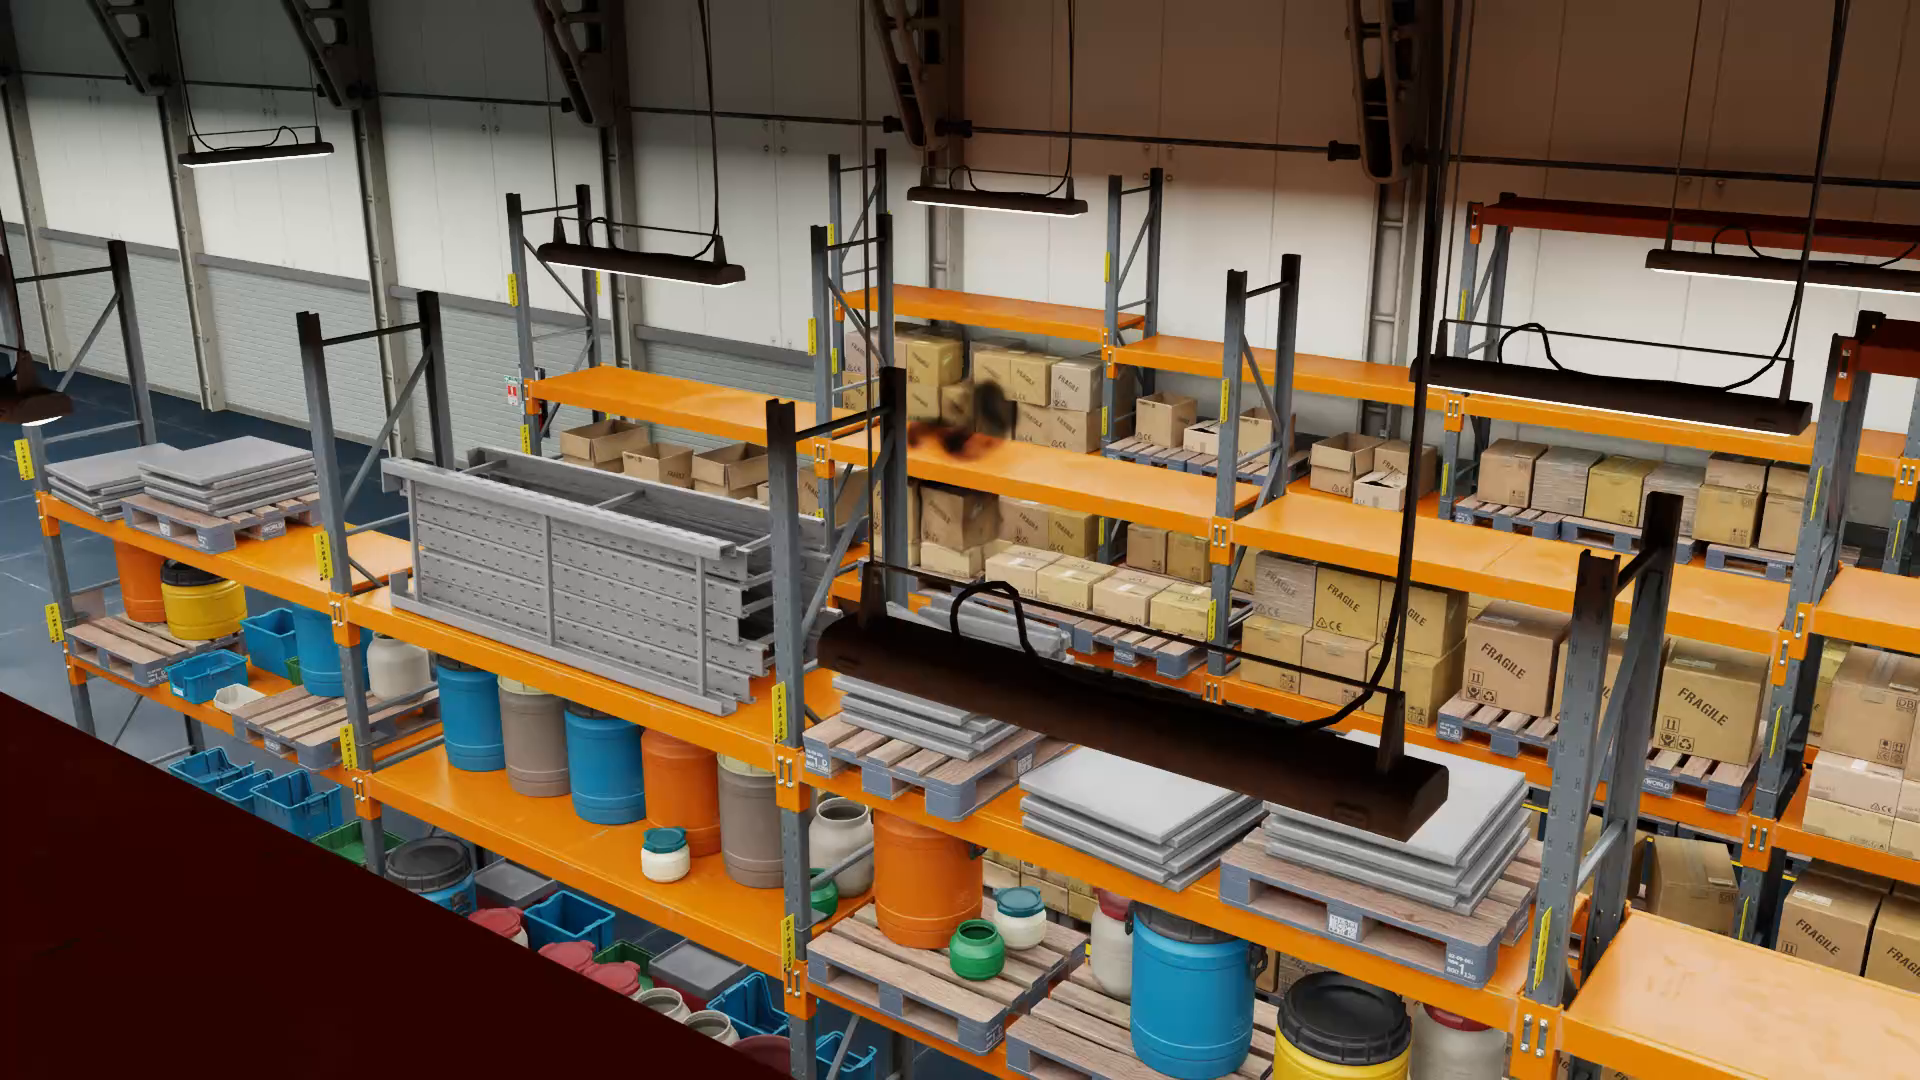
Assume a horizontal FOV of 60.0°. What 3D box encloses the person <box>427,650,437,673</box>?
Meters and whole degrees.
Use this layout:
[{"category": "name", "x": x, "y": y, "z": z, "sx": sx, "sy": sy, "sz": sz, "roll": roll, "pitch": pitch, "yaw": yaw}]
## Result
[{"category": "person", "x": -6.140, "y": 1.168, "z": 19.010, "sx": 1.051, "sy": 1.738, "sz": 0.724, "roll": -11, "pitch": 21, "yaw": -29}]
